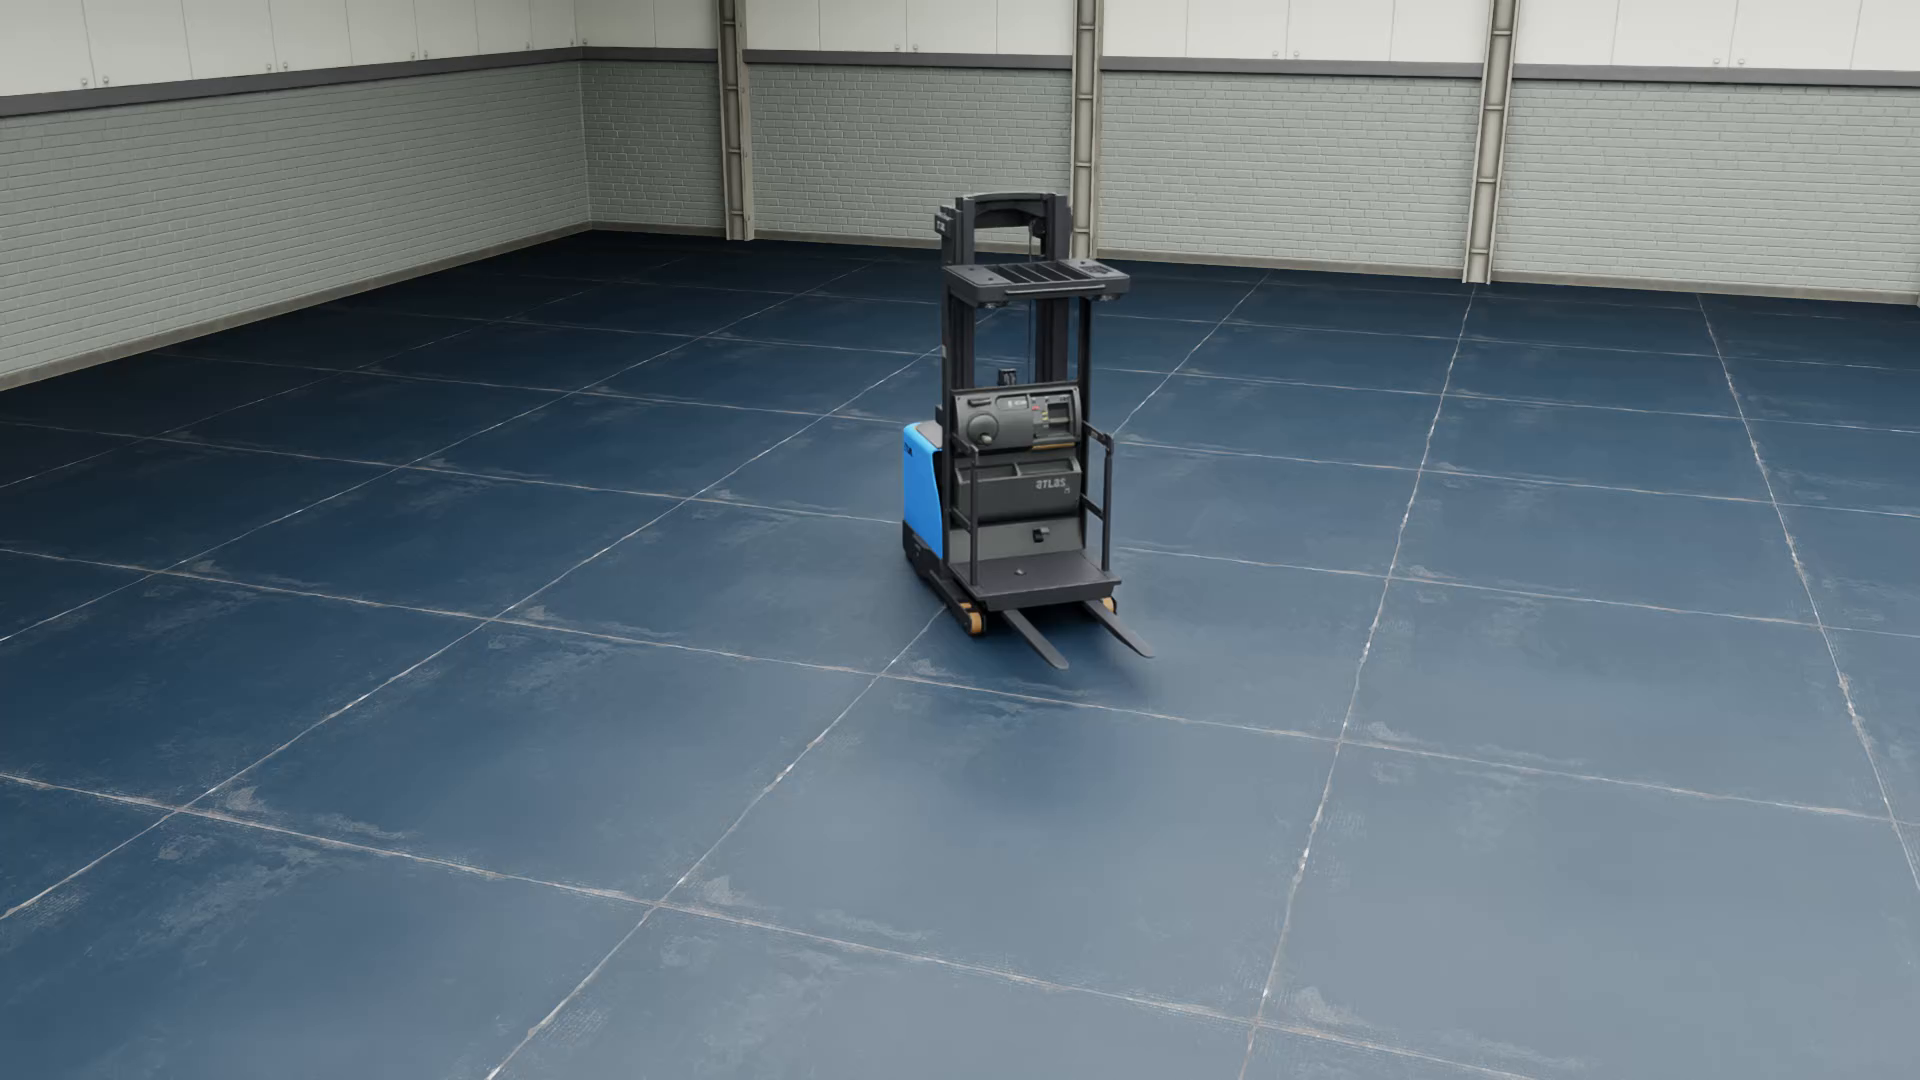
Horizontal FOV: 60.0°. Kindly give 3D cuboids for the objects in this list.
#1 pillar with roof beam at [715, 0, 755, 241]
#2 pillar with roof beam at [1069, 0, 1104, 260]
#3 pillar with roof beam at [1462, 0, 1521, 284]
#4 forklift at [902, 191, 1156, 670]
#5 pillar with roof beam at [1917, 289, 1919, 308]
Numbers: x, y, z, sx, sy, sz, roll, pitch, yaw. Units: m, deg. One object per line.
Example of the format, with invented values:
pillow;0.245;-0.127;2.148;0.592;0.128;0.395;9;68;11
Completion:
pillar with roof beam;-5.135;-8.018;22.908;0.400;9.000;9.100;7;20;18
pillar with roof beam;0.533;-7.370;21.049;0.400;9.000;9.100;7;20;18
pillar with roof beam;6.201;-6.722;19.189;0.400;9.000;9.100;7;20;18
forklift;0.483;-0.863;11.598;1.130;2.935;3.031;-6;20;-17
pillar with roof beam;11.868;-6.074;17.330;0.400;9.000;9.100;7;20;18
